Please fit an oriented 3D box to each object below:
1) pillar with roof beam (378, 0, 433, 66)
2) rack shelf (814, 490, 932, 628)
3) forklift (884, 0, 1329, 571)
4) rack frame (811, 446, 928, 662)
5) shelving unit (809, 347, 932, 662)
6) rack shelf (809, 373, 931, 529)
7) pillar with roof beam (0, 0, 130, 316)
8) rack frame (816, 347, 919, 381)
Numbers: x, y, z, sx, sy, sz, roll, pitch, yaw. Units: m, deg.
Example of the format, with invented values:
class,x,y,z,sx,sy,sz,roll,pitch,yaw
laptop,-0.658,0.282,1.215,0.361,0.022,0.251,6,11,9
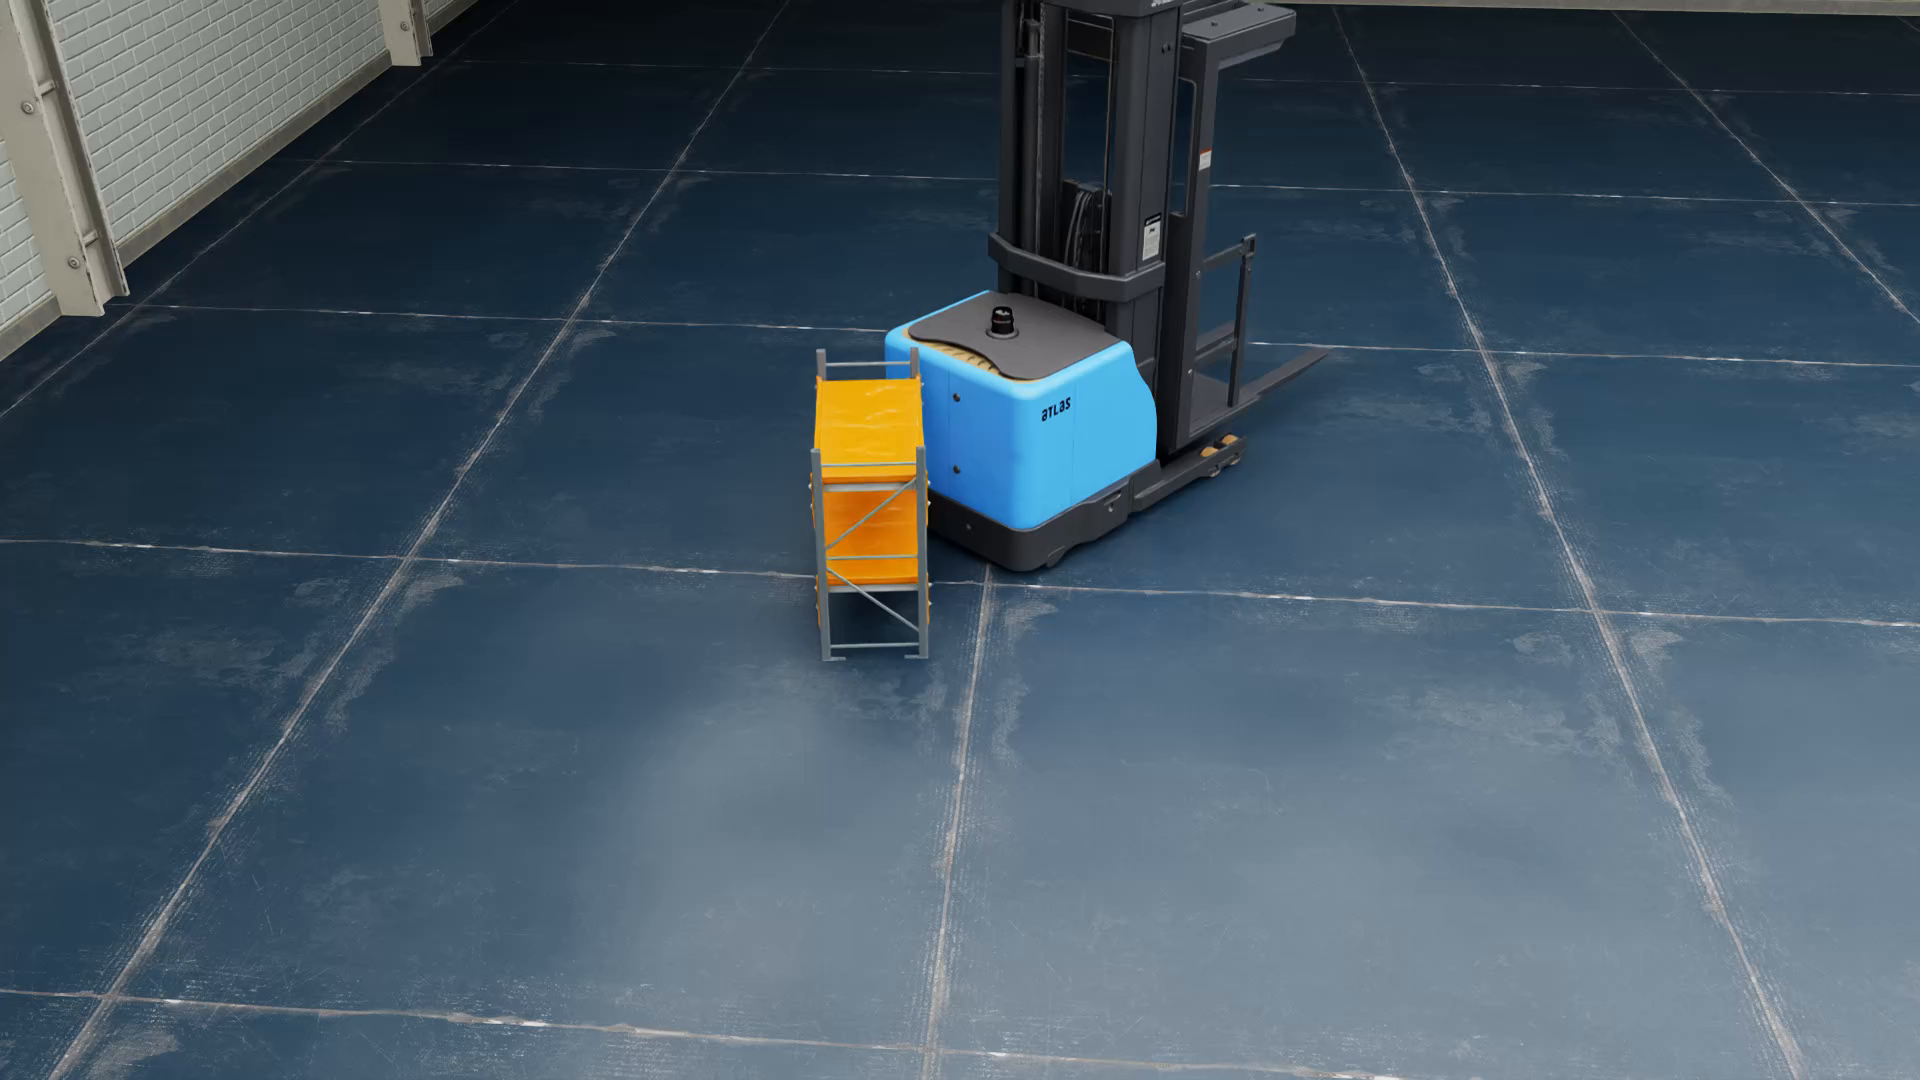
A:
class,x,y,z,sx,sy,sz,roll,pitch,yaw
pillar with roof beam,-1.141,-8.400,13.804,9.100,9.000,0.400,2,32,4
rack shelf,-0.425,0.023,8.107,0.538,0.278,1.000,-1,32,-2
forklift,0.983,-1.769,8.827,1.130,2.935,3.031,27,40,36
rack frame,-0.400,0.081,7.546,0.500,1.125,0.032,-1,32,-2
shelving unit,-0.425,-0.185,7.978,0.538,1.125,1.048,-1,32,-2
rack shelf,-0.425,-0.434,7.825,0.538,0.278,1.000,-1,32,-2
pillar with roof beam,-1.630,-5.263,8.713,9.100,9.000,0.400,2,32,4
rack frame,-0.450,-0.452,8.411,0.500,1.125,0.032,-1,32,-2
